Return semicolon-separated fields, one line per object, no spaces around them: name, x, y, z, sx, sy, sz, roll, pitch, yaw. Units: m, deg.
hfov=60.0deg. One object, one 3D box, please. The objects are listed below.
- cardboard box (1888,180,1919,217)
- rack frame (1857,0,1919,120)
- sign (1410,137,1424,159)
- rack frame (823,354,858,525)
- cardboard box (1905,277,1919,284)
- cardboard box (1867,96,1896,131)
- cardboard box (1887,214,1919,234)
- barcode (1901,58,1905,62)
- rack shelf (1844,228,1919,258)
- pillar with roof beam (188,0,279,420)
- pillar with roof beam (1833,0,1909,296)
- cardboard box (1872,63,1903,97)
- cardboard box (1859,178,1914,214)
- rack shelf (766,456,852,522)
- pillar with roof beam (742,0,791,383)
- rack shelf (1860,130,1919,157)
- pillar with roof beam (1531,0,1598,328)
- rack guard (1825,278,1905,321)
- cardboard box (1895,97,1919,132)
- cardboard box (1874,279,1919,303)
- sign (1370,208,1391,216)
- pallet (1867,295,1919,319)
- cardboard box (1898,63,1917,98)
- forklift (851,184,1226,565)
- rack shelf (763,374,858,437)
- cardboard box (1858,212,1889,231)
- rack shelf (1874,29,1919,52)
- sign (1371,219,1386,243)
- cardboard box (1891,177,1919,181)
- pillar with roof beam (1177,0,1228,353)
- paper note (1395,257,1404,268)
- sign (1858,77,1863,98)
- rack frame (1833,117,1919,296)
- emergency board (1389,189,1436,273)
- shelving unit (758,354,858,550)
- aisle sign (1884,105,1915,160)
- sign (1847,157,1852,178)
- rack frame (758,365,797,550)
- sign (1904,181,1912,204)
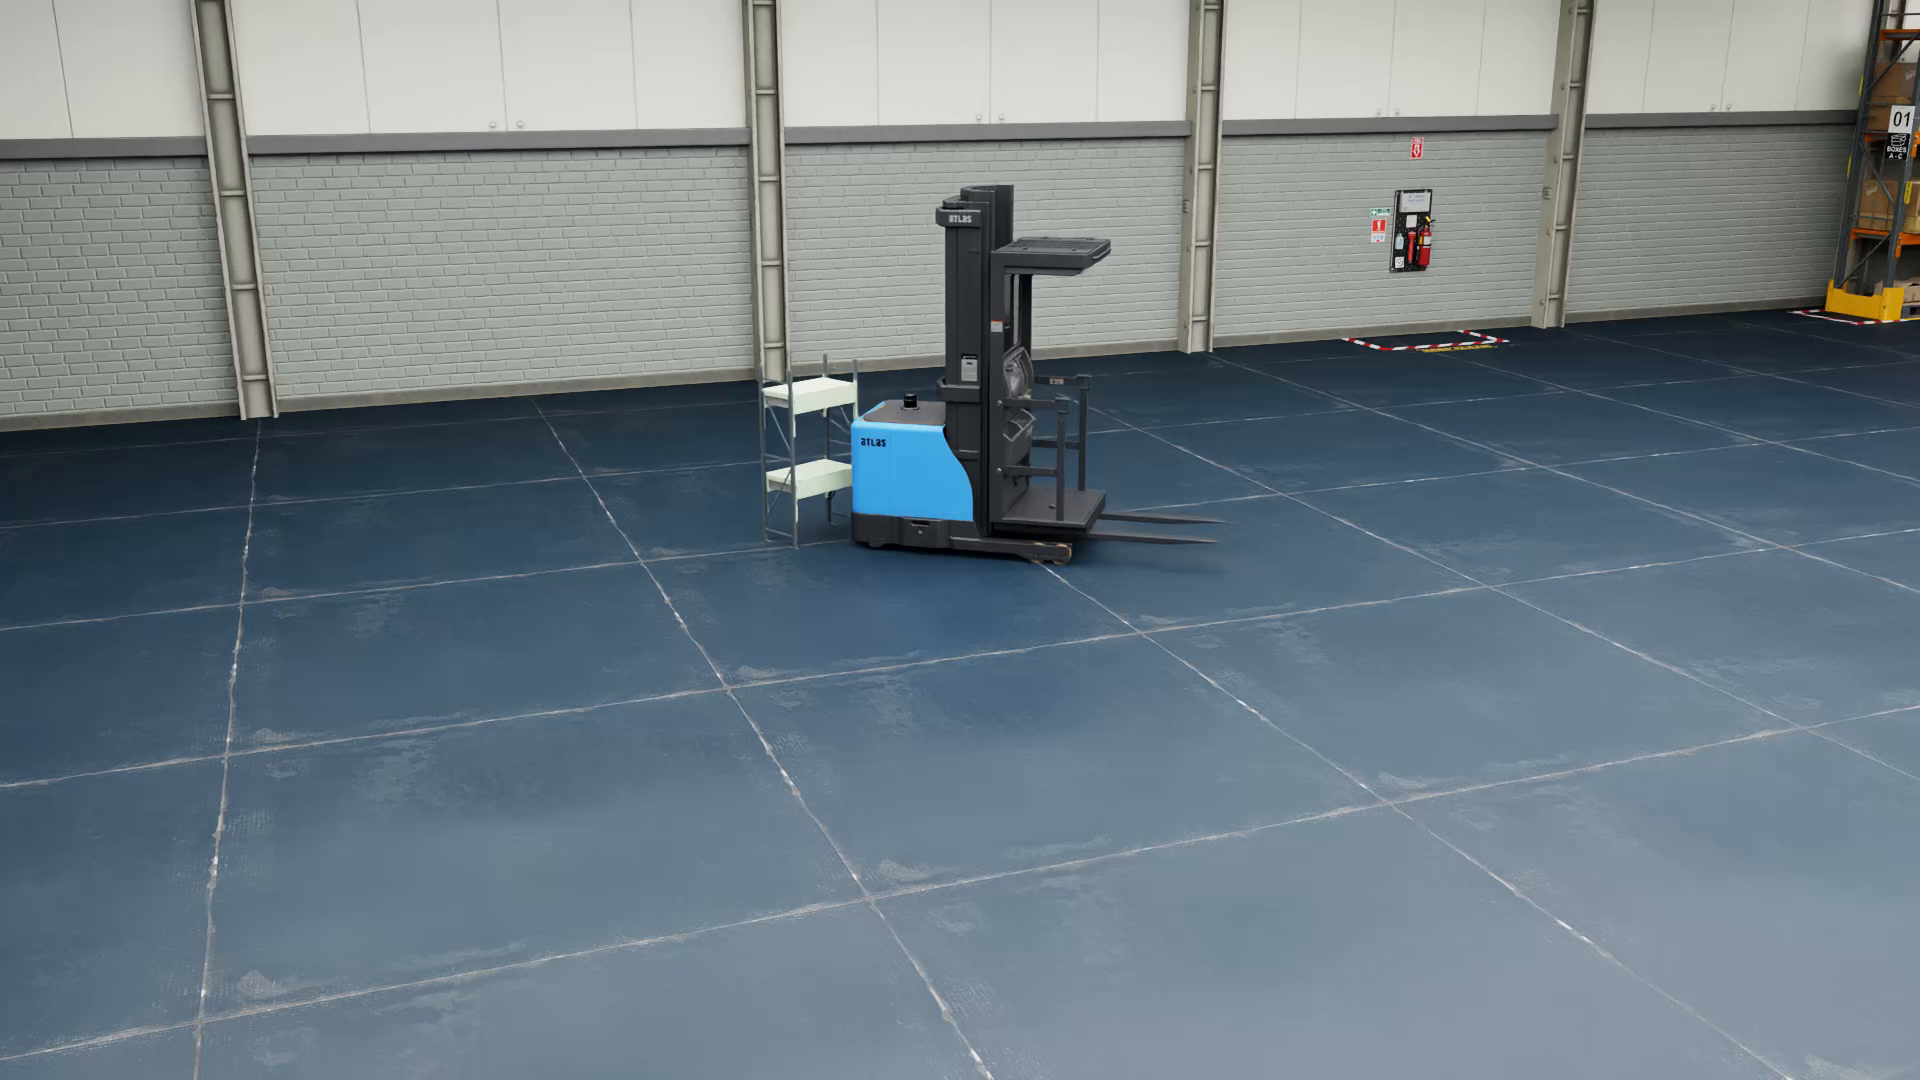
cardboard box;14.663;-5.238;25.512;0.500;0.500;0.500;-6;17;-20
rack frame;14.110;-7.850;24.859;0.127;3.000;1.000;-6;17;-20
sign;6.487;-5.563;23.605;0.199;0.298;0.001;-6;17;-20
rack frame;-1.014;-0.830;14.264;0.400;1.500;0.023;14;22;40
cardboard box;15.320;-3.996;26.374;0.500;0.311;0.500;-5;17;-15
cardboard box;14.409;-6.577;25.635;0.500;0.500;0.500;-5;17;-16
cardboard box;14.679;-4.875;25.606;0.500;0.250;0.500;-7;18;-22
barcode;14.594;-7.429;25.734;0.075;0.075;0.001;-6;17;-20
rack shelf;15.977;-4.828;26.492;4.000;0.370;1.077;-6;17;-20
pillar with roof beam;-6.417;-4.596;13.777;0.400;9.000;9.100;-6;17;-20
pillar with roof beam;15.994;-7.016;22.017;0.400;9.000;9.100;-6;17;-20
cardboard box;14.419;-7.060;25.506;0.500;0.500;0.500;-5;17;-18
cardboard box;14.474;-5.372;25.969;0.500;0.500;0.500;-6;18;-21
rack shelf;-1.260;-0.441;14.097;0.431;0.370;0.720;14;22;40
pillar with roof beam;-0.814;-5.201;15.837;0.400;9.000;9.100;-6;17;-20
rack shelf;15.977;-6.267;26.070;4.000;0.370;1.077;-6;17;-20
pillar with roof beam;10.392;-6.411;19.957;0.400;9.000;9.100;-6;17;-20
rack guard;14.181;-3.780;26.083;0.348;0.500;1.175;-6;17;-20
cardboard box;14.511;-6.436;25.156;0.500;0.500;0.500;-6;17;-19
cardboard box;14.788;-3.939;26.178;0.500;0.311;0.500;-8;18;-26
sign;5.984;-4.667;23.662;0.331;0.109;0.001;-6;17;-20
pallet;14.952;-3.714;26.371;1.213;0.211;1.003;-6;17;-20
cardboard box;14.556;-6.923;25.039;0.500;0.500;0.500;-8;18;-24
forklift;0.666;-1.371;13.566;3.031;2.935;1.130;4;17;14
rack shelf;-1.261;-1.129;13.895;0.431;0.370;0.720;14;22;40
cardboard box;14.477;-5.007;26.057;0.500;0.250;0.500;-6;17;-19
rack shelf;15.977;-7.705;25.648;4.000;0.370;1.077;-6;17;-20
sign;5.977;-4.414;23.743;0.234;0.329;0.001;-6;17;-20
cardboard box;14.947;-5.421;26.133;0.500;0.500;0.500;-6;17;-19
pillar with roof beam;4.789;-5.806;17.897;0.400;9.000;9.100;-6;17;-20
paper note;6.340;-4.003;23.971;0.142;0.148;0.016;-6;17;-20
sign;13.930;-6.984;25.661;0.005;0.325;0.100;-6;17;-20
rack frame;14.110;-4.972;25.704;0.127;3.000;1.000;-6;17;-20
emergency board;6.530;-4.426;23.845;0.643;1.169;0.194;-6;17;-20
shelving unit;-1.261;-0.754;14.005;0.431;1.500;0.755;14;22;40
aisle sign;14.150;-6.133;25.045;0.004;0.787;0.394;-6;17;-20
sign;13.930;-5.827;26.001;0.005;0.325;0.100;-6;17;-20
rack frame;-1.507;-0.678;13.746;0.400;1.500;0.023;14;22;40
sign;14.304;-5.244;25.096;0.005;0.325;0.100;-6;17;-20
